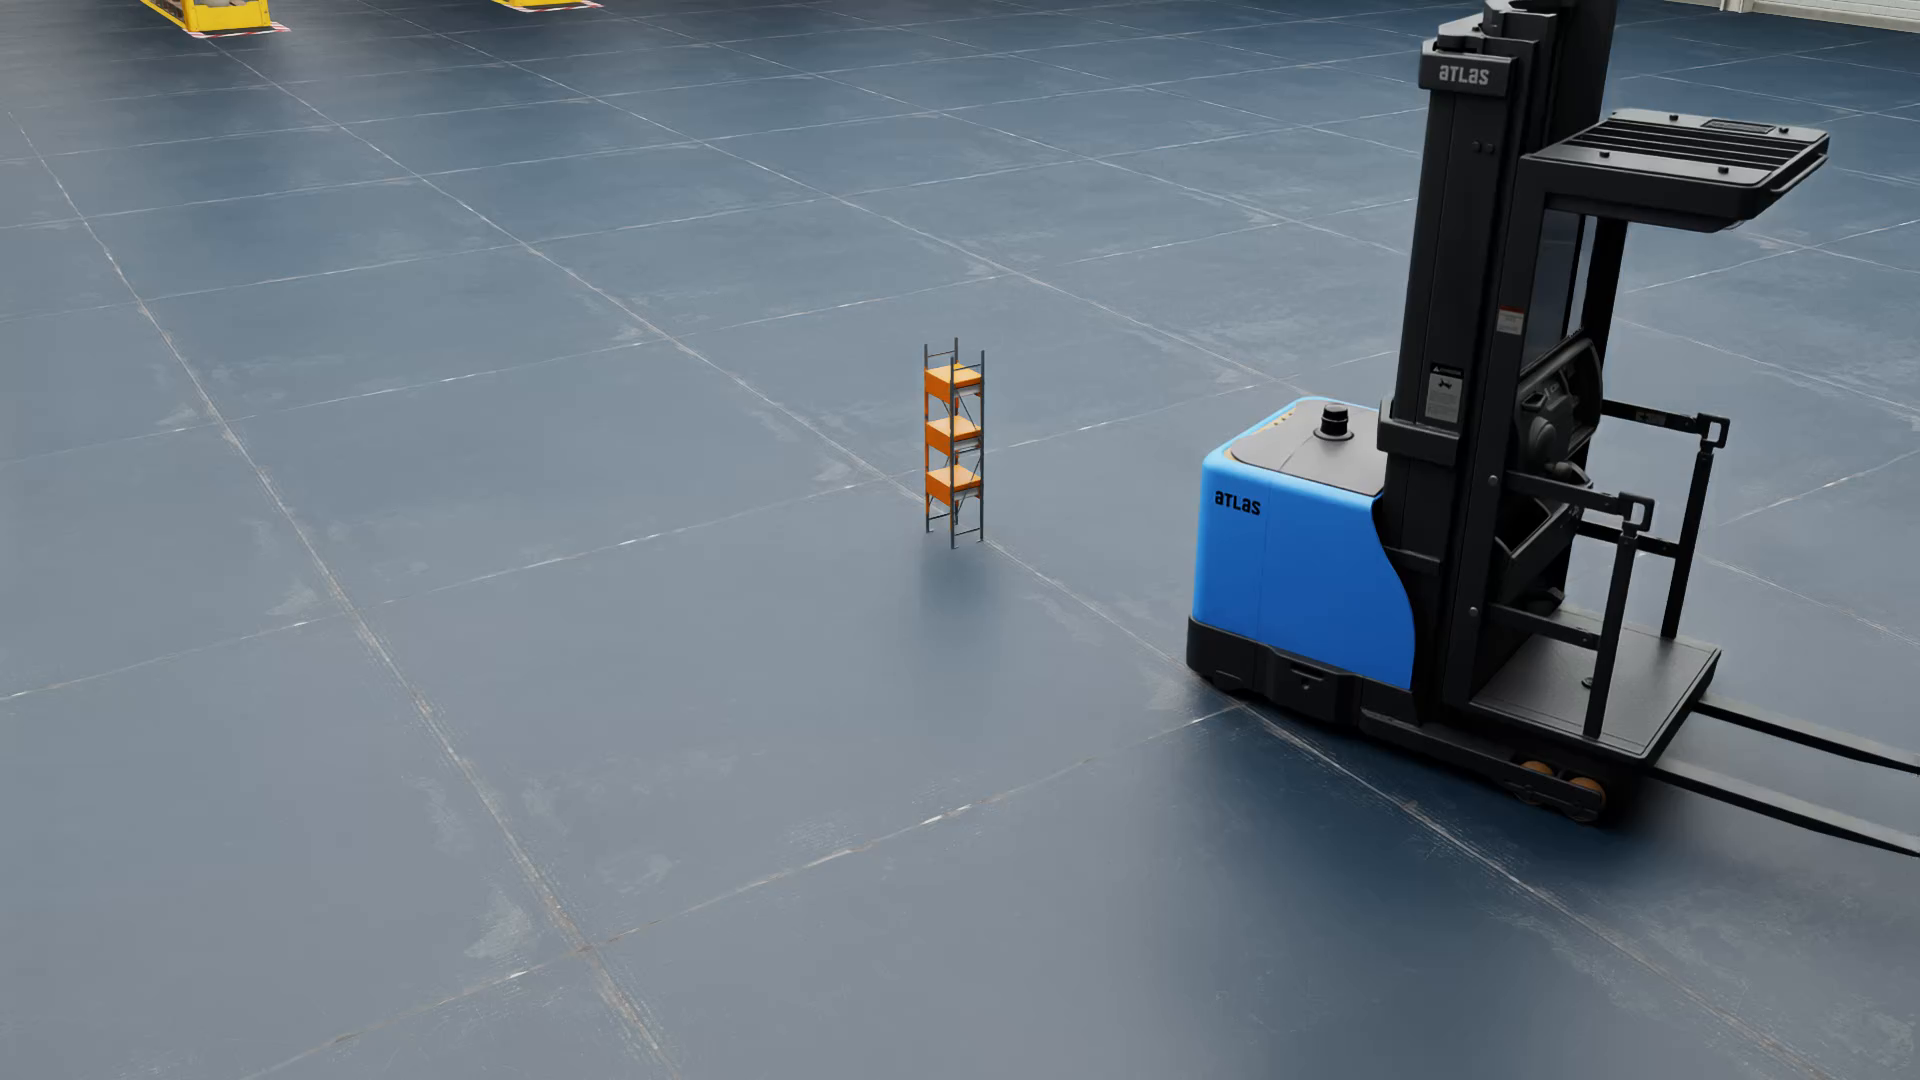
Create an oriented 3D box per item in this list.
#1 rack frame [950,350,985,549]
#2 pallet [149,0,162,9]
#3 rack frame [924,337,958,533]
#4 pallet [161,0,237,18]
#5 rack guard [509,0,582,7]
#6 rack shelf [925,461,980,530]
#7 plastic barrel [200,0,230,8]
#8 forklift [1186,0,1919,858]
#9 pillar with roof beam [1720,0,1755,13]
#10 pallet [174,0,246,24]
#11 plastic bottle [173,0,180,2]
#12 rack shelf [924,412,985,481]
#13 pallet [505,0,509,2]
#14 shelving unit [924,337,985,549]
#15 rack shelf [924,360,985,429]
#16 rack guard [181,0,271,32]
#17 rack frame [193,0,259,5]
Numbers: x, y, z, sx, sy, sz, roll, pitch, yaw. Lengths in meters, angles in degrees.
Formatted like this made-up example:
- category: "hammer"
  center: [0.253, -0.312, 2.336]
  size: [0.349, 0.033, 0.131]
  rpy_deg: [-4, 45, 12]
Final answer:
- category: "rack frame"
  center: [0.037, -0.450, 8.474]
  size: [0.200, 1.050, 0.008]
  rpy_deg: [-16, 29, -30]
- category: "pallet"
  center: [-12.855, -9.033, 27.637]
  size: [1.003, 0.211, 1.213]
  rpy_deg: [-16, 29, -30]
- category: "rack frame"
  center: [-0.096, -0.538, 8.659]
  size: [0.200, 1.050, 0.008]
  rpy_deg: [-16, 29, -30]
- category: "pallet"
  center: [-12.185, -8.596, 26.712]
  size: [1.003, 0.211, 1.213]
  rpy_deg: [-16, 29, -30]
- category: "rack guard"
  center: [-6.895, -9.164, 27.577]
  size: [1.175, 0.500, 0.348]
  rpy_deg: [-16, 29, -30]
- category: "rack shelf"
  center: [-0.029, -0.233, 8.690]
  size: [0.215, 0.259, 0.240]
  rpy_deg: [-16, 29, -30]
- category: "plastic barrel"
  center: [-11.427, -8.396, 25.443]
  size: [0.421, 0.512, 0.421]
  rpy_deg: [0, 25, 0]
- category: "forklift"
  center: [2.489, -0.492, 6.358]
  size: [3.031, 2.935, 1.130]
  rpy_deg: [18, 31, 33]
- category: "pillar with roof beam"
  center: [8.925, -11.612, 22.806]
  size: [9.100, 9.000, 0.400]
  rpy_deg: [-16, 29, -30]
- category: "pallet"
  center: [-11.523, -8.160, 25.788]
  size: [1.003, 0.211, 1.213]
  rpy_deg: [-16, 29, -30]
- category: "plastic bottle"
  center: [-12.373, -8.601, 26.219]
  size: [0.097, 0.201, 0.097]
  rpy_deg: [0, 25, 0]
- category: "rack shelf"
  center: [-0.029, -0.484, 8.571]
  size: [0.215, 0.259, 0.240]
  rpy_deg: [-16, 29, -30]
- category: "pallet"
  center: [-7.309, -9.332, 28.272]
  size: [1.003, 0.211, 1.213]
  rpy_deg: [-16, 29, -30]
- category: "shelving unit"
  center: [-0.029, -0.494, 8.566]
  size: [0.215, 1.050, 0.252]
  rpy_deg: [-16, 29, -30]
- category: "rack shelf"
  center: [-0.029, -0.741, 8.450]
  size: [0.215, 0.259, 0.240]
  rpy_deg: [-16, 29, -30]
- category: "rack guard"
  center: [-11.084, -7.999, 25.109]
  size: [1.175, 0.500, 0.348]
  rpy_deg: [-16, 29, -30]
- category: "rack frame"
  center: [-11.003, -9.113, 24.541]
  size: [1.000, 3.000, 0.127]
  rpy_deg: [-16, 29, -30]
